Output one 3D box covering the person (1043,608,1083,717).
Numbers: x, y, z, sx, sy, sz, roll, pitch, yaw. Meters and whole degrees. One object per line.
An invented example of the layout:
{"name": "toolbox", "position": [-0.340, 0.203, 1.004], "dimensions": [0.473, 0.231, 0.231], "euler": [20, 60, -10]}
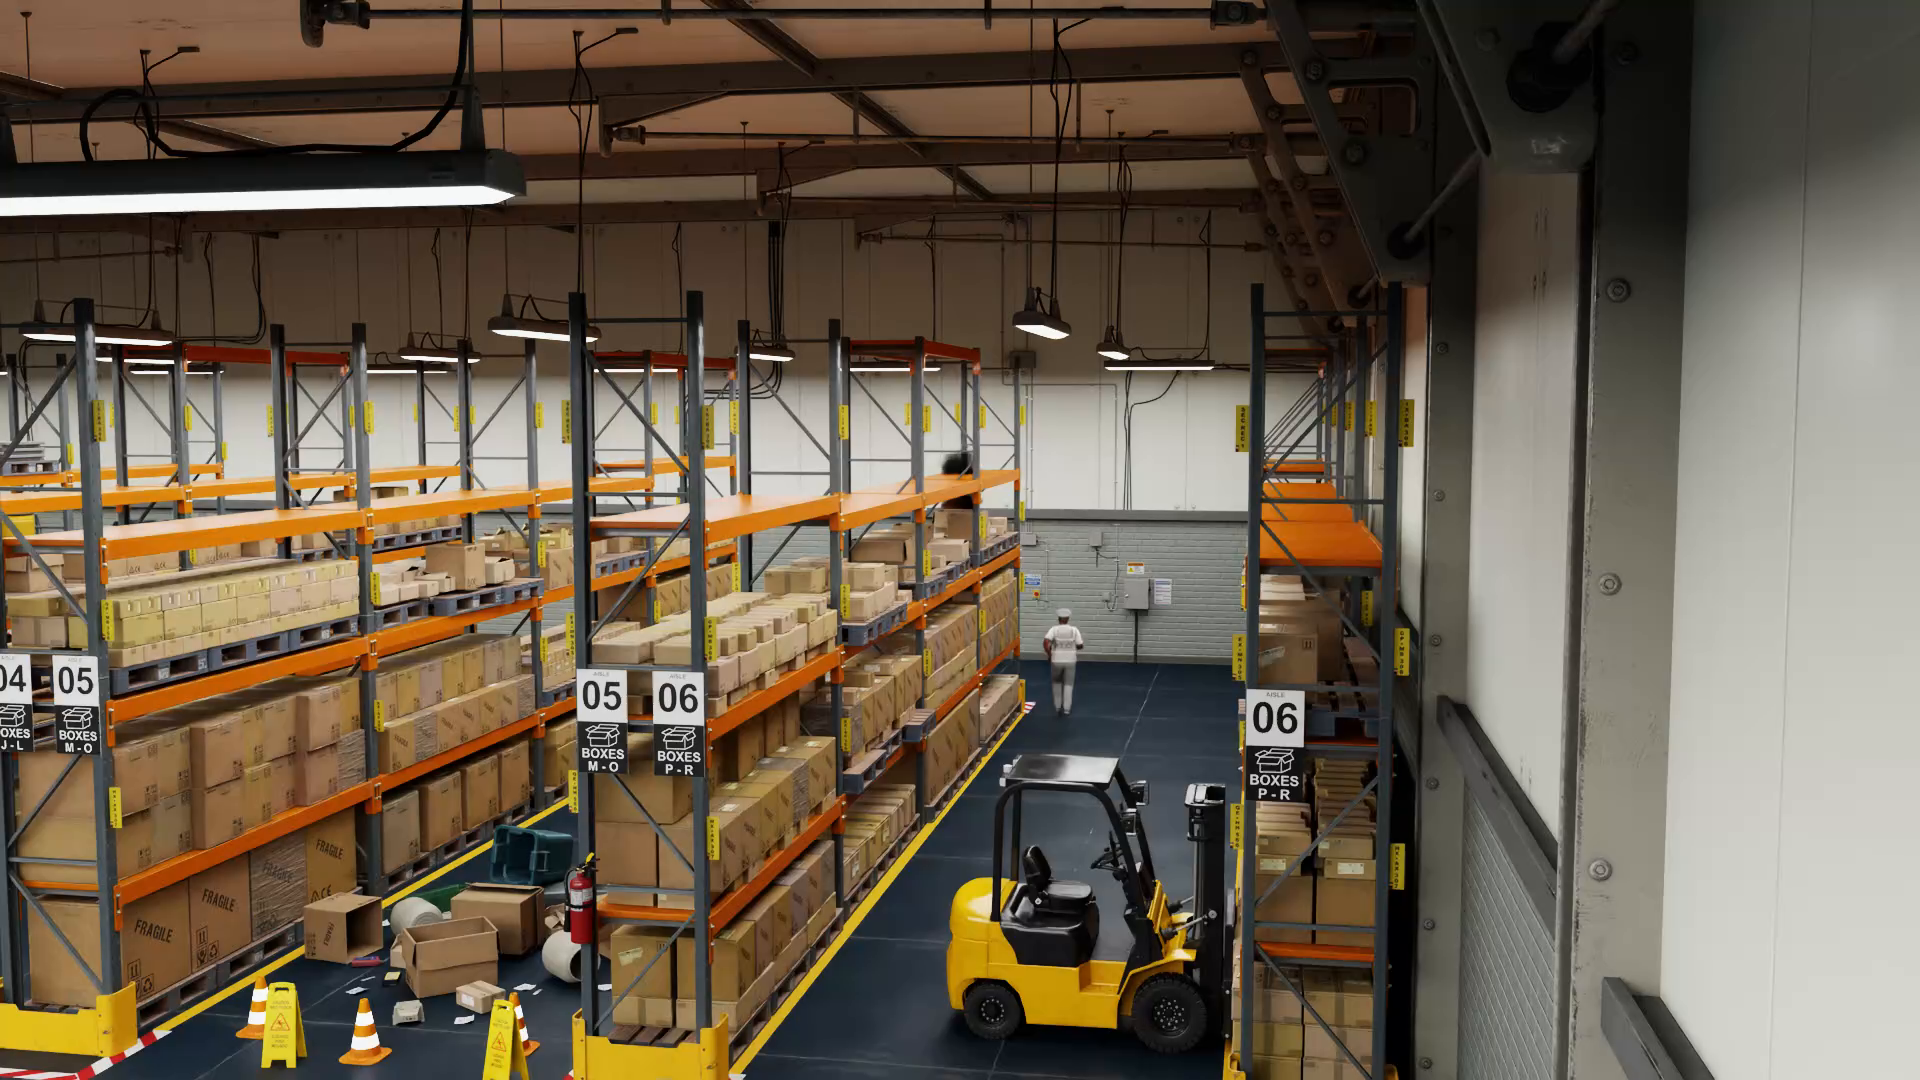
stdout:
{"name": "person", "position": [1.674, 2.021, 26.913], "dimensions": [0.645, 1.840, 0.771], "euler": [0, 5, 6]}
